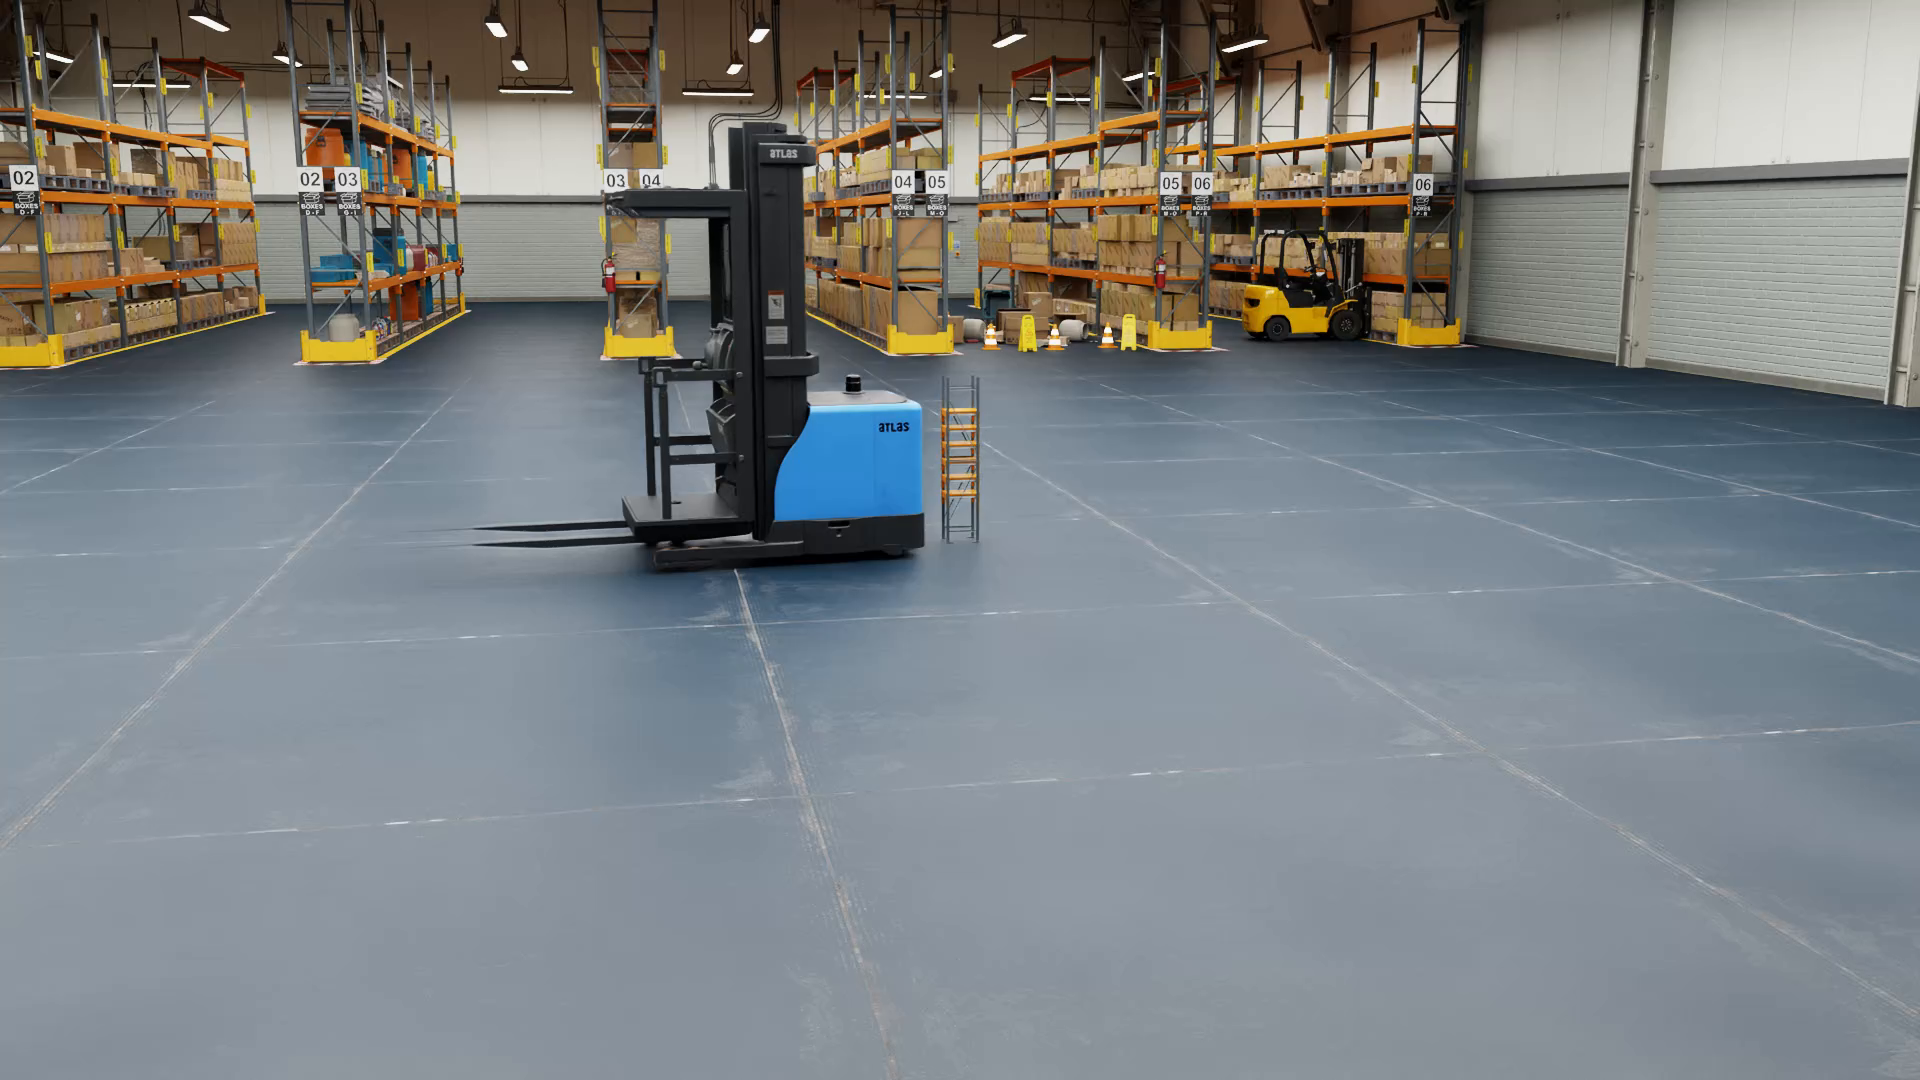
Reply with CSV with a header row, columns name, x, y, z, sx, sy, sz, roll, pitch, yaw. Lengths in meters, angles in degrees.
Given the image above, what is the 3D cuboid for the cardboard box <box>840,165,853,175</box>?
name,x,y,z,sx,sy,sz,roll,pitch,yaw
cardboard box,-2.606,-8.285,37.366,0.396,0.266,0.258,-2,11,-11

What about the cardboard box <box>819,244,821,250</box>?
name,x,y,z,sx,sy,sz,roll,pitch,yaw
cardboard box,-3.119,-6.908,39.224,0.380,0.149,0.250,-2,11,-12

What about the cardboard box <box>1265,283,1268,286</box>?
name,x,y,z,sx,sy,sz,roll,pitch,yaw
cardboard box,7.611,-6.155,40.339,0.380,0.149,0.250,-2,11,-9

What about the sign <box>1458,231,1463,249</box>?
name,x,y,z,sx,sy,sz,roll,pitch,yaw
sign,9.533,-5.717,31.685,0.100,0.325,0.005,-2,11,-11

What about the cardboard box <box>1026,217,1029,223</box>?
name,x,y,z,sx,sy,sz,roll,pitch,yaw
cardboard box,1.913,-8.226,42.719,0.380,0.149,0.250,-2,11,-10

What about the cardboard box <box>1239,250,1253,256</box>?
name,x,y,z,sx,sy,sz,roll,pitch,yaw
cardboard box,6.928,-6.891,39.926,0.380,0.149,0.250,-2,11,-10

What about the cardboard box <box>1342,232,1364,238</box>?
name,x,y,z,sx,sy,sz,roll,pitch,yaw
cardboard box,8.179,-6.321,34.588,0.380,0.149,0.250,-2,11,-12

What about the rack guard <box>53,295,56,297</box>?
name,x,y,z,sx,sy,sz,roll,pitch,yaw
rack guard,-23.294,-5.863,41.663,1.175,0.500,0.348,-2,11,-11

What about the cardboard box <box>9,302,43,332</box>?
name,x,y,z,sx,sy,sz,roll,pitch,yaw
cardboard box,-15.924,-3.827,28.507,0.500,0.500,0.500,-2,11,-11

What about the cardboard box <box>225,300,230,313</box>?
name,x,y,z,sx,sy,sz,roll,pitch,yaw
cardboard box,-17.523,-5.514,39.158,0.500,0.311,0.500,-2,11,-11

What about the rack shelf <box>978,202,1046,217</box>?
name,x,y,z,sx,sy,sz,roll,pitch,yaw
rack shelf,1.397,-8.741,43.999,1.077,0.370,4.000,-2,11,-11

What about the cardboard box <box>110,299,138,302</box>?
name,x,y,z,sx,sy,sz,roll,pitch,yaw
cardboard box,-16.951,-4.728,33.748,0.500,0.311,0.500,-2,11,-12

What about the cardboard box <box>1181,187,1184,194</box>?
name,x,y,z,sx,sy,sz,roll,pitch,yaw
cardboard box,4.235,-6.521,31.082,0.380,0.149,0.250,-2,11,-13

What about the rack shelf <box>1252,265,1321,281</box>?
name,x,y,z,sx,sy,sz,roll,pitch,yaw
rack shelf,7.821,-5.981,37.522,1.077,0.370,4.000,-2,11,-11

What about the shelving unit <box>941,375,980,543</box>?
name,x,y,z,sx,sy,sz,roll,pitch,yaw
shelving unit,0.003,-0.587,12.070,0.258,1.200,0.189,-2,11,-11

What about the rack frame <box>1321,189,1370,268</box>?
name,x,y,z,sx,sy,sz,roll,pitch,yaw
rack frame,8.210,-5.968,35.528,1.000,3.000,0.127,-2,11,-11

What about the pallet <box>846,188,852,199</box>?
name,x,y,z,sx,sy,sz,roll,pitch,yaw
pallet,-1.875,-7.381,35.437,1.003,0.211,1.213,-2,11,-8

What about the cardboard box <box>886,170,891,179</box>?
name,x,y,z,sx,sy,sz,roll,pitch,yaw
cardboard box,-1.113,-6.509,29.628,0.380,0.149,0.250,-2,11,-11

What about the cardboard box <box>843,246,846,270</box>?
name,x,y,z,sx,sy,sz,roll,pitch,yaw
cardboard box,-2.250,-6.093,35.918,0.500,0.500,0.500,-2,11,-11

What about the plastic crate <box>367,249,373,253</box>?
name,x,y,z,sx,sy,sz,roll,pitch,yaw
plastic crate,-12.001,-5.704,33.969,0.402,0.464,0.583,-2,11,-11

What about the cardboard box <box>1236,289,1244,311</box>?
name,x,y,z,sx,sy,sz,roll,pitch,yaw
cardboard box,7.052,-5.842,40.427,0.500,0.500,0.500,-2,11,-12

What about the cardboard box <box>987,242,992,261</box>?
name,x,y,z,sx,sy,sz,roll,pitch,yaw
cardboard box,1.026,-7.752,44.637,0.500,0.500,0.500,-2,11,-11

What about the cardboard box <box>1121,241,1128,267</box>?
name,x,y,z,sx,sy,sz,roll,pitch,yaw
cardboard box,3.477,-5.615,32.613,0.500,0.500,0.500,-2,11,-10

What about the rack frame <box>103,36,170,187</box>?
name,x,y,z,sx,sy,sz,roll,pitch,yaw
rack frame,-16.875,-8.747,34.087,1.000,3.000,0.127,-2,11,-11

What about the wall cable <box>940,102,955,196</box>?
name,x,y,z,sx,sy,sz,roll,pitch,yaw
wall cable,-0.375,-11.967,51.006,0.463,3.000,0.029,-2,11,-11

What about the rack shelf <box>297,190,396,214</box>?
name,x,y,z,sx,sy,sz,roll,pitch,yaw
rack shelf,-10.849,-5.999,29.596,1.077,0.370,4.000,-2,11,-11

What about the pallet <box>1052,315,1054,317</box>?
name,x,y,z,sx,sy,sz,roll,pitch,yaw
pallet,2.714,-5.007,37.938,1.003,0.211,1.213,-2,11,-11

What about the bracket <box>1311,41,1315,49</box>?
name,x,y,z,sx,sy,sz,roll,pitch,yaw
bracket,8.140,-11.274,37.733,0.235,0.232,0.430,-2,11,-11

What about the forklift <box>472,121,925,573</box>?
name,x,y,z,sx,sy,sz,roll,pitch,yaw
forklift,-1.823,-1.331,11.349,3.031,2.935,1.130,-3,11,-16

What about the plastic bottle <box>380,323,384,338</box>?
name,x,y,z,sx,sy,sz,roll,pitch,yaw
plastic bottle,-10.632,-3.850,30.524,0.097,0.271,0.097,0,11,0

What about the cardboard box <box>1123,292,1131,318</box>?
name,x,y,z,sx,sy,sz,roll,pitch,yaw
cardboard box,3.512,-4.603,32.581,0.500,0.500,0.500,-2,11,-12

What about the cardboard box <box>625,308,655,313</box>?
name,x,y,z,sx,sy,sz,roll,pitch,yaw
cardboard box,-6.024,-4.114,31.350,0.500,0.500,0.500,-3,11,-16

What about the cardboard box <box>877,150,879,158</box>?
name,x,y,z,sx,sy,sz,roll,pitch,yaw
cardboard box,-1.311,-7.087,30.536,0.380,0.149,0.250,-2,11,-11

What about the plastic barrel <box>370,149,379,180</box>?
name,x,y,z,sx,sy,sz,roll,pitch,yaw
plastic barrel,-11.677,-7.171,32.488,0.600,0.901,0.600,0,11,0

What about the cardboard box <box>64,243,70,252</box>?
name,x,y,z,sx,sy,sz,roll,pitch,yaw
cardboard box,-15.387,-4.970,28.283,0.380,0.149,0.250,-3,11,-13

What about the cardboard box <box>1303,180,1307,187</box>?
name,x,y,z,sx,sy,sz,roll,pitch,yaw
cardboard box,7.698,-7.764,36.224,0.380,0.149,0.250,-2,11,-11

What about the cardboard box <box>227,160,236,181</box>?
name,x,y,z,sx,sy,sz,roll,pitch,yaw
cardboard box,-18.099,-9.005,40.522,0.700,0.500,0.500,-2,11,-11

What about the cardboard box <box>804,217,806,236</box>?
name,x,y,z,sx,sy,sz,roll,pitch,yaw
cardboard box,-3.818,-8.195,43.492,0.500,0.500,0.500,-2,11,-12

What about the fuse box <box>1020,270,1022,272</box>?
name,x,y,z,sx,sy,sz,roll,pitch,yaw
fuse box,1.977,-8.437,51.949,0.539,1.711,0.414,-2,11,-11

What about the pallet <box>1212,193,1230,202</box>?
name,x,y,z,sx,sy,sz,roll,pitch,yaw
pallet,6.916,-8.504,41.333,1.213,0.211,1.003,-2,11,-11

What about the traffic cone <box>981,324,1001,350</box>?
name,x,y,z,sx,sy,sz,roll,pitch,yaw
traffic cone,0.573,-3.757,30.699,0.336,0.463,0.334,-2,11,-11

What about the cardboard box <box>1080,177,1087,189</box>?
name,x,y,z,sx,sy,sz,roll,pitch,yaw
cardboard box,2.894,-7.681,35.785,0.500,0.250,0.500,-2,11,-10

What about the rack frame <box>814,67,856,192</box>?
name,x,y,z,sx,sy,sz,roll,pitch,yaw
rack frame,-3.050,-10.002,40.681,1.000,3.000,0.127,-2,11,-11

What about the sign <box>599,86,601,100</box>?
name,x,y,z,sx,sy,sz,roll,pitch,yaw
sign,-7.701,-9.623,35.764,0.100,0.325,0.005,-2,11,-11

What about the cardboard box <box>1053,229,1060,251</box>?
name,x,y,z,sx,sy,sz,roll,pitch,yaw
cardboard box,2.424,-6.831,37.876,0.500,0.500,0.500,-2,11,-13

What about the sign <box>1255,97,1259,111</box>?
name,x,y,z,sx,sy,sz,roll,pitch,yaw
sign,6.901,-10.125,38.614,0.100,0.325,0.005,-2,11,-11

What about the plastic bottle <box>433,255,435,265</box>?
name,x,y,z,sx,sy,sz,roll,pitch,yaw
plastic bottle,-12.329,-6.525,38.787,0.152,0.276,0.135,-2,11,-11

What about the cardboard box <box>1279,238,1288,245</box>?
name,x,y,z,sx,sy,sz,roll,pitch,yaw
cardboard box,7.466,-6.764,37.707,0.380,0.149,0.250,-2,11,-10

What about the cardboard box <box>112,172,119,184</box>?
name,x,y,z,sx,sy,sz,roll,pitch,yaw
cardboard box,-16.317,-6.887,31.612,0.500,0.250,0.500,-3,11,-17

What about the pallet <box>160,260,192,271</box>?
name,x,y,z,sx,sy,sz,roll,pitch,yaw
pallet,-17.076,-5.828,35.305,1.213,0.211,1.003,-2,11,-11

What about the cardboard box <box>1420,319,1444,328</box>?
name,x,y,z,sx,sy,sz,roll,pitch,yaw
cardboard box,9.084,-4.187,32.402,0.500,0.250,0.500,-2,11,-11

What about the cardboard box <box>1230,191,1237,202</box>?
name,x,y,z,sx,sy,sz,roll,pitch,yaw
cardboard box,6.898,-8.370,40.530,0.500,0.250,0.500,-2,11,-11

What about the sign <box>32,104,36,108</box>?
name,x,y,z,sx,sy,sz,roll,pitch,yaw
sign,-22.754,-10.549,40.841,0.100,0.325,0.005,-2,11,-11

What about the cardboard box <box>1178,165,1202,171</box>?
name,x,y,z,sx,sy,sz,roll,pitch,yaw
cardboard box,4.250,-6.867,30.771,0.380,0.149,0.250,-2,11,-11

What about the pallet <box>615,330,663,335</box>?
name,x,y,z,sx,sy,sz,roll,pitch,yaw
pallet,-6.214,-3.934,32.303,1.003,0.211,1.213,-2,11,-11

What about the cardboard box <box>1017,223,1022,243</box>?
name,x,y,z,sx,sy,sz,roll,pitch,yaw
cardboard box,1.715,-7.611,41.218,0.500,0.500,0.500,-2,11,-11
